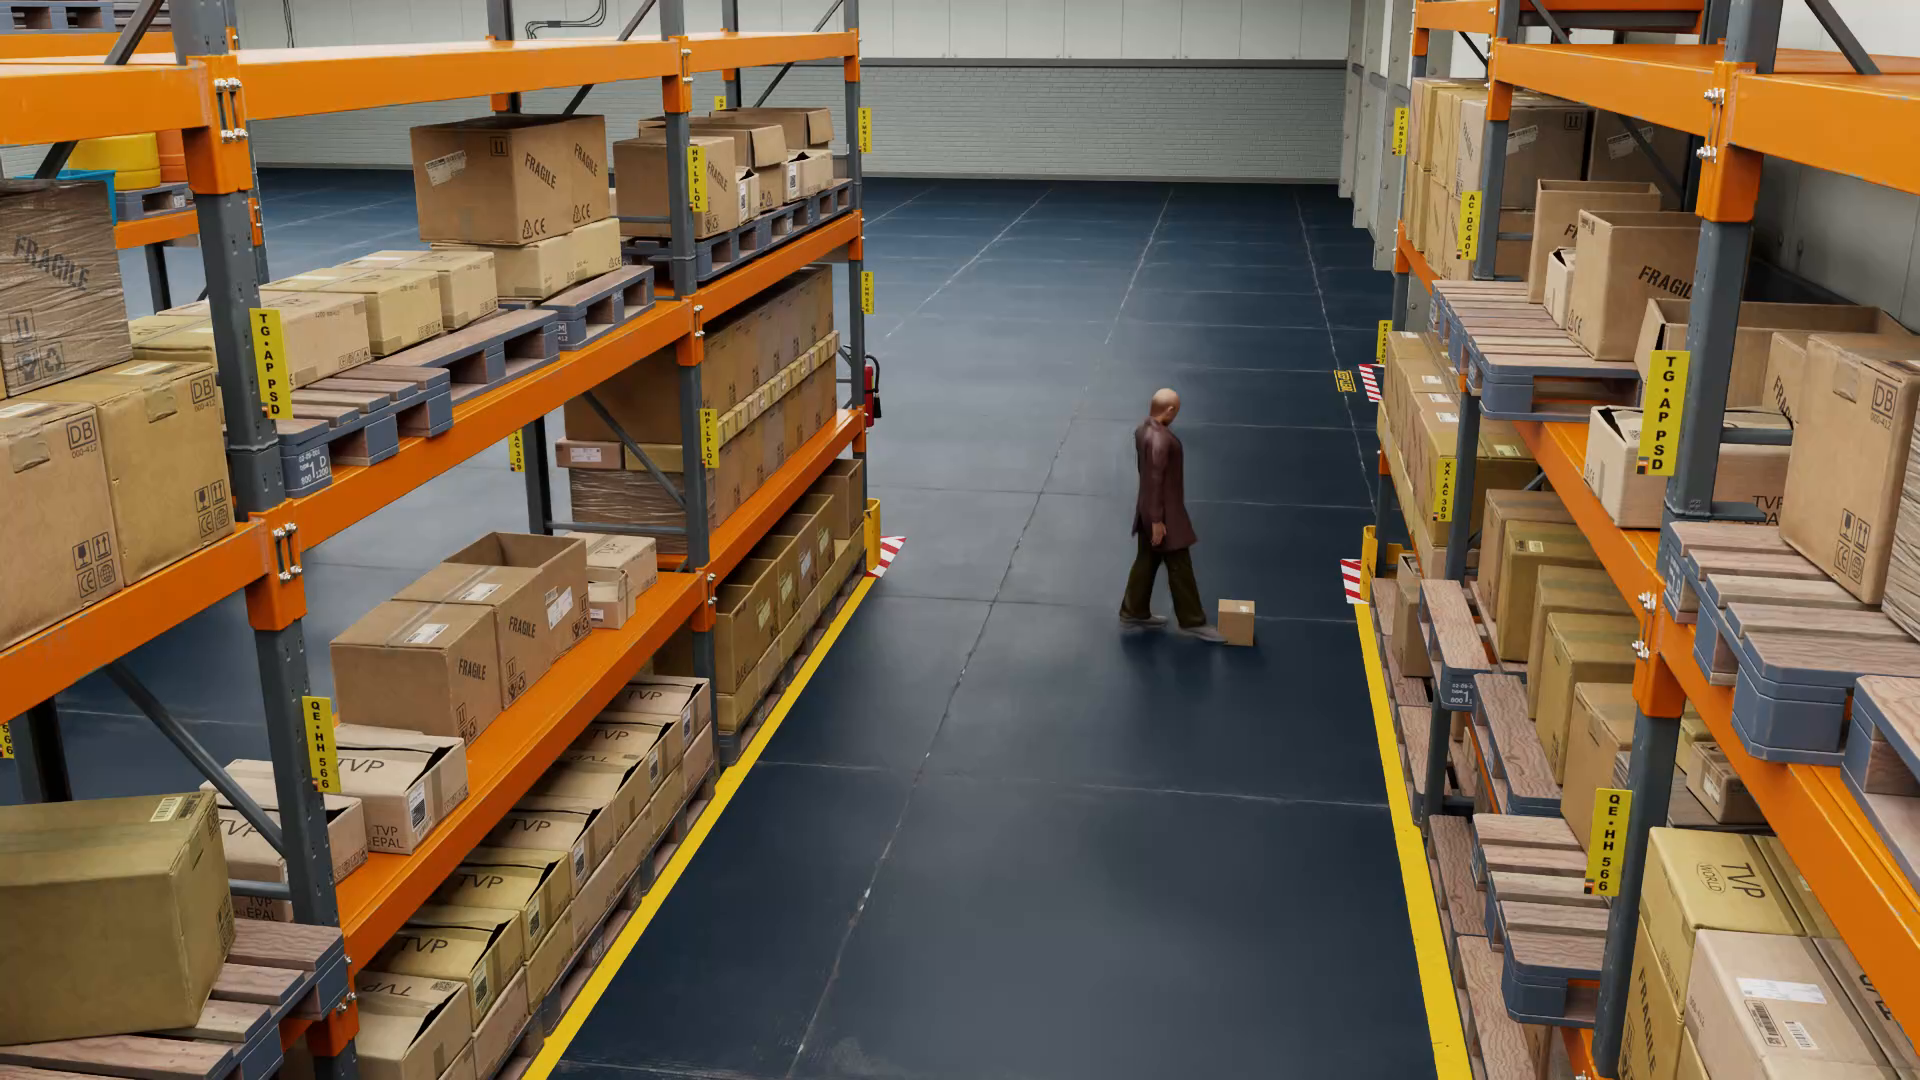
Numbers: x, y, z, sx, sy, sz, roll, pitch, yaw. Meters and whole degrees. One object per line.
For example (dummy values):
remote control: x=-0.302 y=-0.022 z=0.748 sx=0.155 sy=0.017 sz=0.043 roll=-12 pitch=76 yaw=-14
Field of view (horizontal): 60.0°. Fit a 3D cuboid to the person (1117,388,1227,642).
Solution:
person: x=1.504 y=-0.193 z=11.627 sx=0.739 sy=1.764 sz=0.631 roll=-2 pitch=18 yaw=-6
